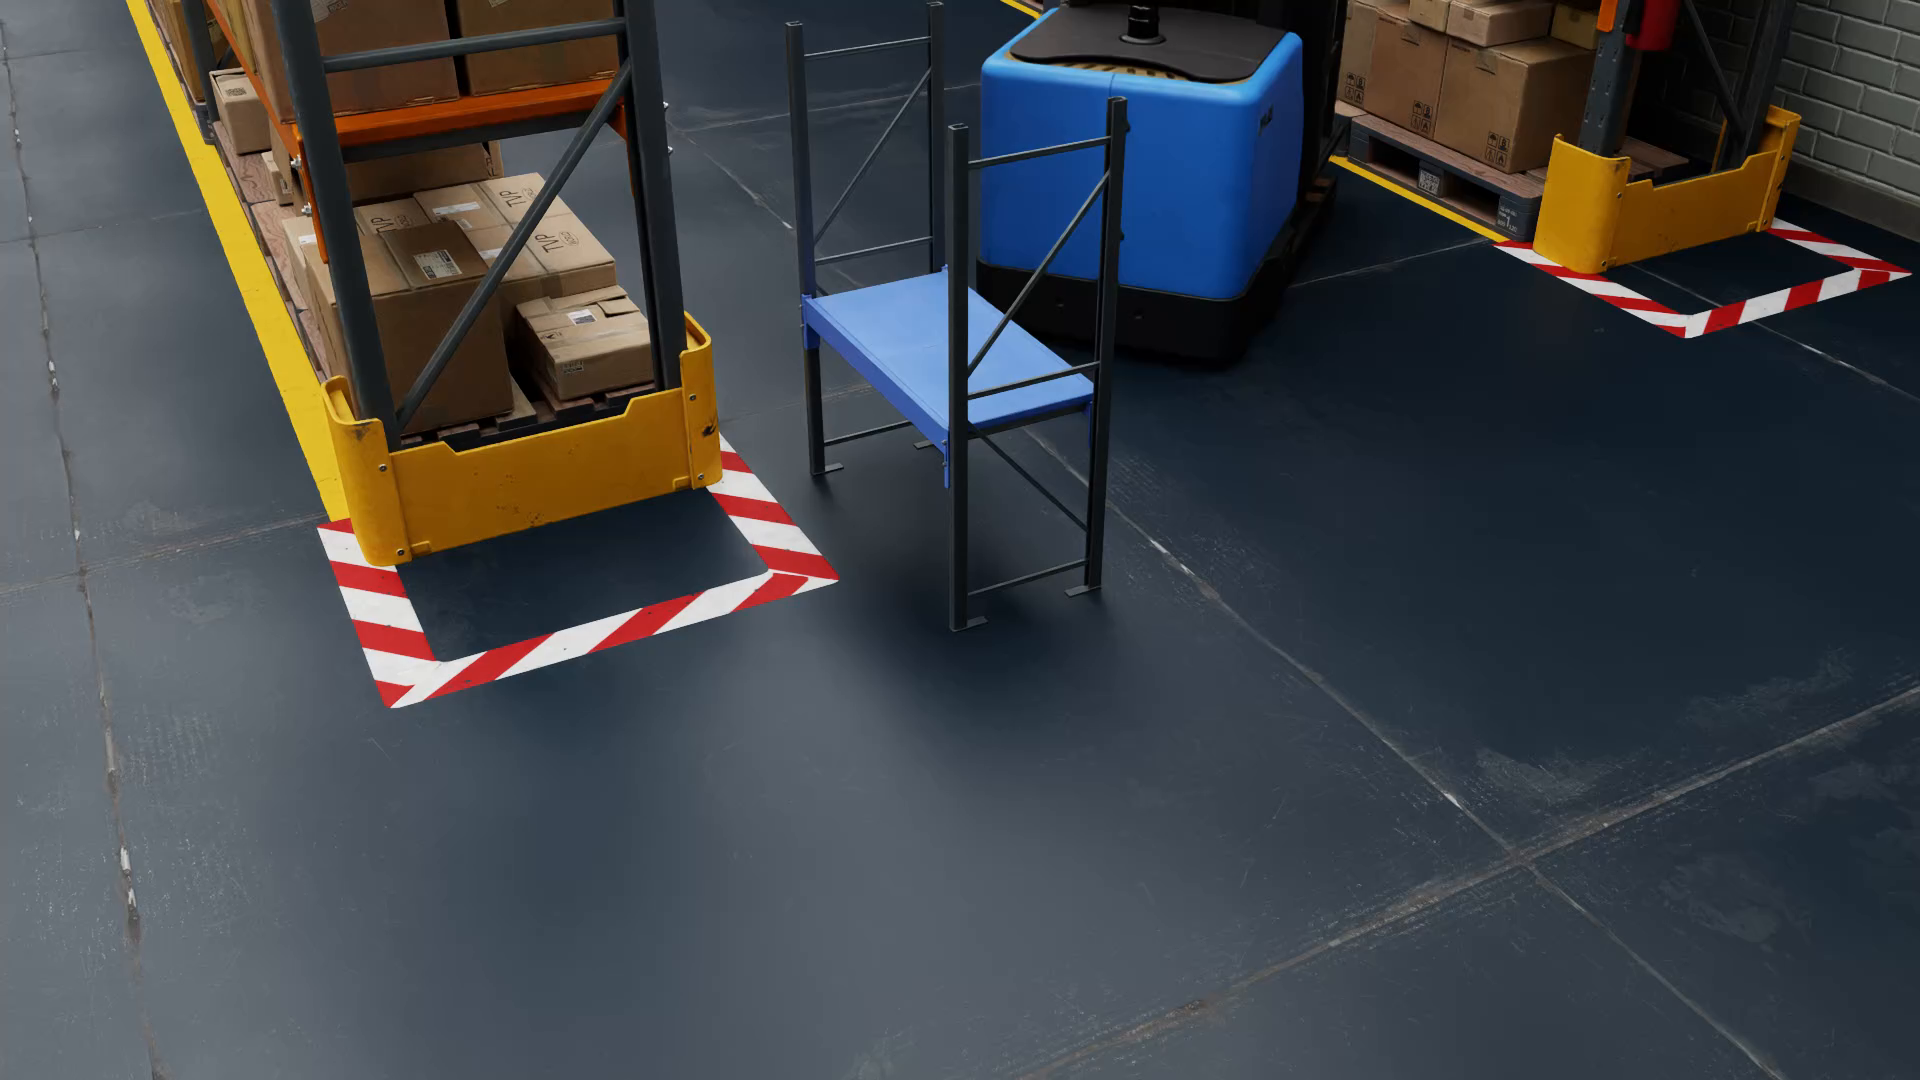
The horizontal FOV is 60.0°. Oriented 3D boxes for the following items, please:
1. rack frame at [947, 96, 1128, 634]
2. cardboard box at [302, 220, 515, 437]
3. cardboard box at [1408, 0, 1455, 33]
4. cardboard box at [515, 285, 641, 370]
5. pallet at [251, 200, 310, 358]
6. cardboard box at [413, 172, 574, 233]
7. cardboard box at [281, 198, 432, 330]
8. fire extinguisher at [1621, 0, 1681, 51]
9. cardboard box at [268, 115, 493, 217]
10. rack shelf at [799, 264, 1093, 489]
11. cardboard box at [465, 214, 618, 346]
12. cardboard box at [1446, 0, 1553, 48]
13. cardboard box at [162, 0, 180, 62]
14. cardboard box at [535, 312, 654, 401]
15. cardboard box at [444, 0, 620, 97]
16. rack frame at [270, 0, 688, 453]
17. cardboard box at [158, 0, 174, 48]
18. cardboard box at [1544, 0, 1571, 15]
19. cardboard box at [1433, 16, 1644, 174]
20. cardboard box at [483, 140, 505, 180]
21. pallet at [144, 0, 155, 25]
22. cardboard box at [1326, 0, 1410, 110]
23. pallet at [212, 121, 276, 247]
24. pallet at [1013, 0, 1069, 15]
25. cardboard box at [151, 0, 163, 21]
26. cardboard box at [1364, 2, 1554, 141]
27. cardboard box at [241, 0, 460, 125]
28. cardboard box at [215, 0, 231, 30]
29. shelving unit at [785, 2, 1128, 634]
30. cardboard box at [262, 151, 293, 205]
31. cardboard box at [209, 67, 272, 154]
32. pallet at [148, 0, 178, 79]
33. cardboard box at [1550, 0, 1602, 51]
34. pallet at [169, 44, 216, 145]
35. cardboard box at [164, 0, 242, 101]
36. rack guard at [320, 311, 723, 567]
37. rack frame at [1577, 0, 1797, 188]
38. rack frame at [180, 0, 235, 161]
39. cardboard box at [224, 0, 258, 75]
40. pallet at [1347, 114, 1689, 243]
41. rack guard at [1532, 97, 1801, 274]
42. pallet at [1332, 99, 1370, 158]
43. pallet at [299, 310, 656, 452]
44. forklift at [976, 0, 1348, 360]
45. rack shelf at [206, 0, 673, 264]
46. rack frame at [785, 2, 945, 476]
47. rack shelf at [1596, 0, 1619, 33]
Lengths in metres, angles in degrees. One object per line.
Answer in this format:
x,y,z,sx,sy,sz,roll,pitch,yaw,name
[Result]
0.197,-0.430,4.530,0.500,1.500,0.032,-16,36,-23,rack frame
-1.806,-0.690,5.456,0.500,0.500,0.500,-16,36,-23,cardboard box
2.290,-2.452,7.622,0.380,0.149,0.250,-15,36,-22,cardboard box
-1.343,-0.758,5.871,0.380,0.166,0.250,-16,36,-23,cardboard box
-2.308,-1.184,6.902,1.003,0.211,1.213,-16,36,-23,pallet
-1.804,-1.196,6.477,0.500,0.250,0.500,-16,36,-23,cardboard box
-2.223,-1.046,6.243,0.500,0.250,0.500,-16,36,-23,cardboard box
2.708,-2.230,6.368,0.296,0.674,0.183,-16,36,-23,fire extinguisher
-2.319,-1.508,6.729,0.797,0.503,0.637,-16,36,-23,cardboard box
-0.040,-0.521,5.006,0.538,0.185,1.000,-16,36,-23,rack shelf
-1.571,-0.957,6.104,0.500,0.250,0.500,-16,36,-23,cardboard box
2.410,-2.330,7.432,0.380,0.149,0.250,-16,36,-24,cardboard box
-3.907,-2.803,8.754,0.500,0.500,0.500,-16,36,-23,cardboard box
-1.226,-0.631,5.690,0.380,0.149,0.250,-16,36,-23,cardboard box
-1.309,-1.680,5.000,0.500,0.500,0.500,-15,36,-22,cardboard box
-1.335,-1.360,4.592,1.000,3.000,0.127,-16,36,-23,rack frame
-4.140,-3.043,9.128,0.500,0.500,0.500,-15,36,-23,cardboard box
2.629,-2.546,7.771,0.380,0.149,0.250,-16,36,-23,cardboard box
2.631,-2.041,7.583,0.700,0.500,0.500,-16,36,-23,cardboard box
-2.334,-1.764,7.307,0.500,0.311,0.500,-16,36,-23,cardboard box
-4.750,-3.638,10.733,1.003,0.211,1.213,-16,36,-23,pallet
2.162,-2.520,8.330,0.700,0.500,0.500,-17,36,-25,cardboard box
-2.881,-1.767,7.812,1.003,0.211,1.213,-16,36,-23,pallet
0.754,-3.692,10.817,1.003,0.211,1.213,-16,36,-23,pallet
-4.379,-3.285,9.506,0.500,0.500,0.500,-17,36,-25,cardboard box
2.397,-2.280,7.956,0.700,0.500,0.500,-16,36,-23,cardboard box
-1.785,-1.548,4.792,0.500,0.500,0.500,-15,35,-22,cardboard box
-2.257,-2.034,5.551,0.500,0.500,0.500,-16,36,-23,cardboard box
-0.040,-0.672,4.909,0.538,1.500,1.048,-16,36,-23,shelving unit
-2.783,-1.596,7.180,0.380,0.166,0.250,-16,36,-23,cardboard box
-3.196,-2.067,7.781,0.500,0.311,0.500,-16,36,-23,cardboard box
-4.185,-3.057,9.825,1.003,0.211,1.213,-16,36,-23,pallet
2.866,-2.305,7.394,0.380,0.149,0.250,-16,36,-23,cardboard box
-3.613,-2.474,8.915,1.003,0.211,1.213,-16,36,-23,pallet
-3.684,-2.565,8.383,0.500,0.500,0.500,-16,36,-23,cardboard box
-1.370,-0.344,5.323,1.175,0.500,0.348,-16,36,-23,rack guard
3.046,-2.608,6.540,1.000,3.000,0.127,-16,36,-23,rack frame
-3.200,-3.269,7.572,1.000,3.000,0.127,-16,36,-23,rack frame
-2.030,-1.794,5.177,0.500,0.500,0.500,-16,36,-23,cardboard box
2.604,-1.796,7.857,1.003,0.211,1.213,-16,36,-23,pallet
3.057,-1.544,7.196,1.175,0.500,0.348,-16,36,-23,rack guard
2.039,-2.377,8.765,1.003,0.211,1.213,-16,36,-23,pallet
-1.743,-0.602,5.995,1.003,0.211,1.213,-16,36,-23,pallet
1.071,-2.686,6.726,1.130,2.935,3.031,12,35,18,forklift
-2.267,-2.012,6.276,1.077,0.370,4.000,-16,36,-23,rack shelf
-0.277,-0.915,5.288,0.500,1.500,0.032,-16,36,-23,rack frame
2.113,-3.259,8.224,1.077,0.370,4.000,-16,36,-23,rack shelf
